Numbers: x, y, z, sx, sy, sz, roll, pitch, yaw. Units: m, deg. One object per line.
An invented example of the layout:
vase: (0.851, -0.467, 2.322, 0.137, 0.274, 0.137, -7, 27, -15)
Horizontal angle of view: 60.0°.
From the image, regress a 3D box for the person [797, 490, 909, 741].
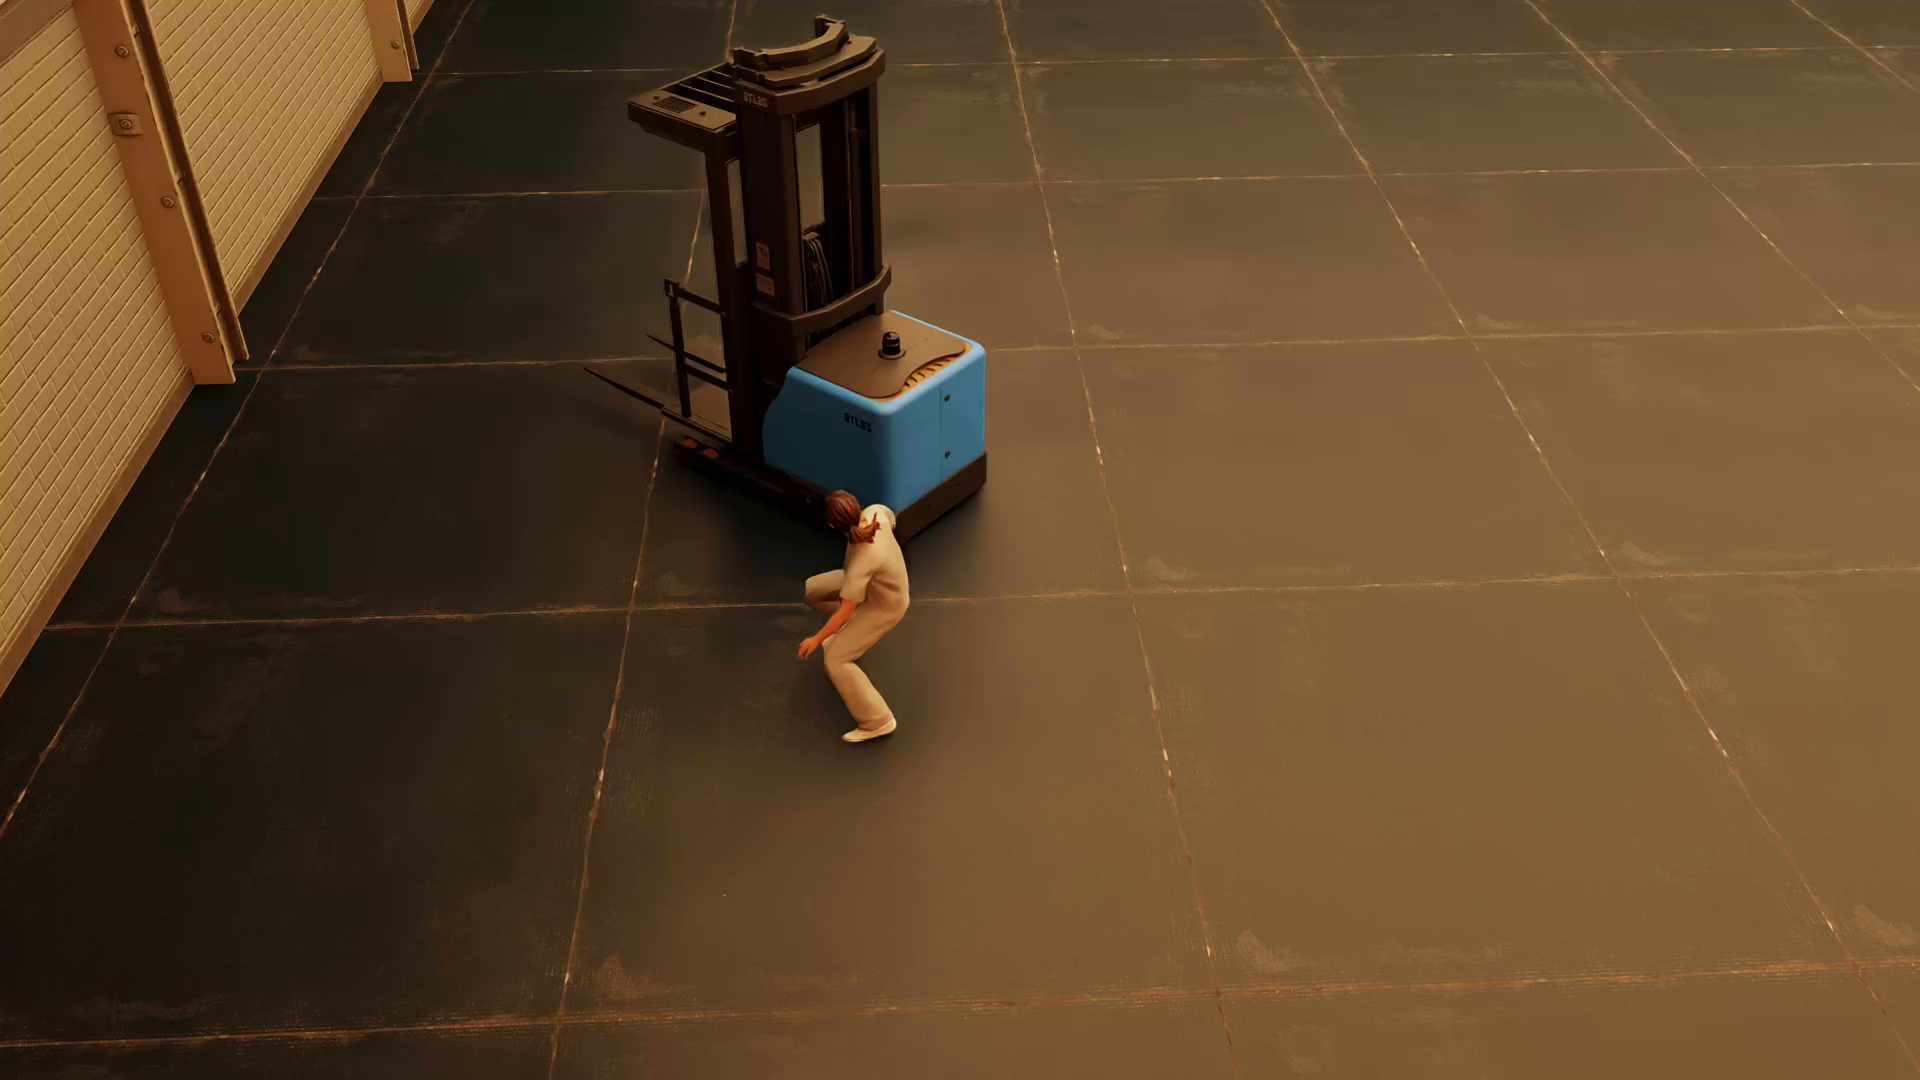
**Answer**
person: (-0.570, 0.316, 8.902, 0.598, 1.447, 0.764, -1, 36, -2)

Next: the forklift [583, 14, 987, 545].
forklift: (-1.294, -1.846, 10.545, 3.031, 2.935, 1.130, 25, 43, 30)
